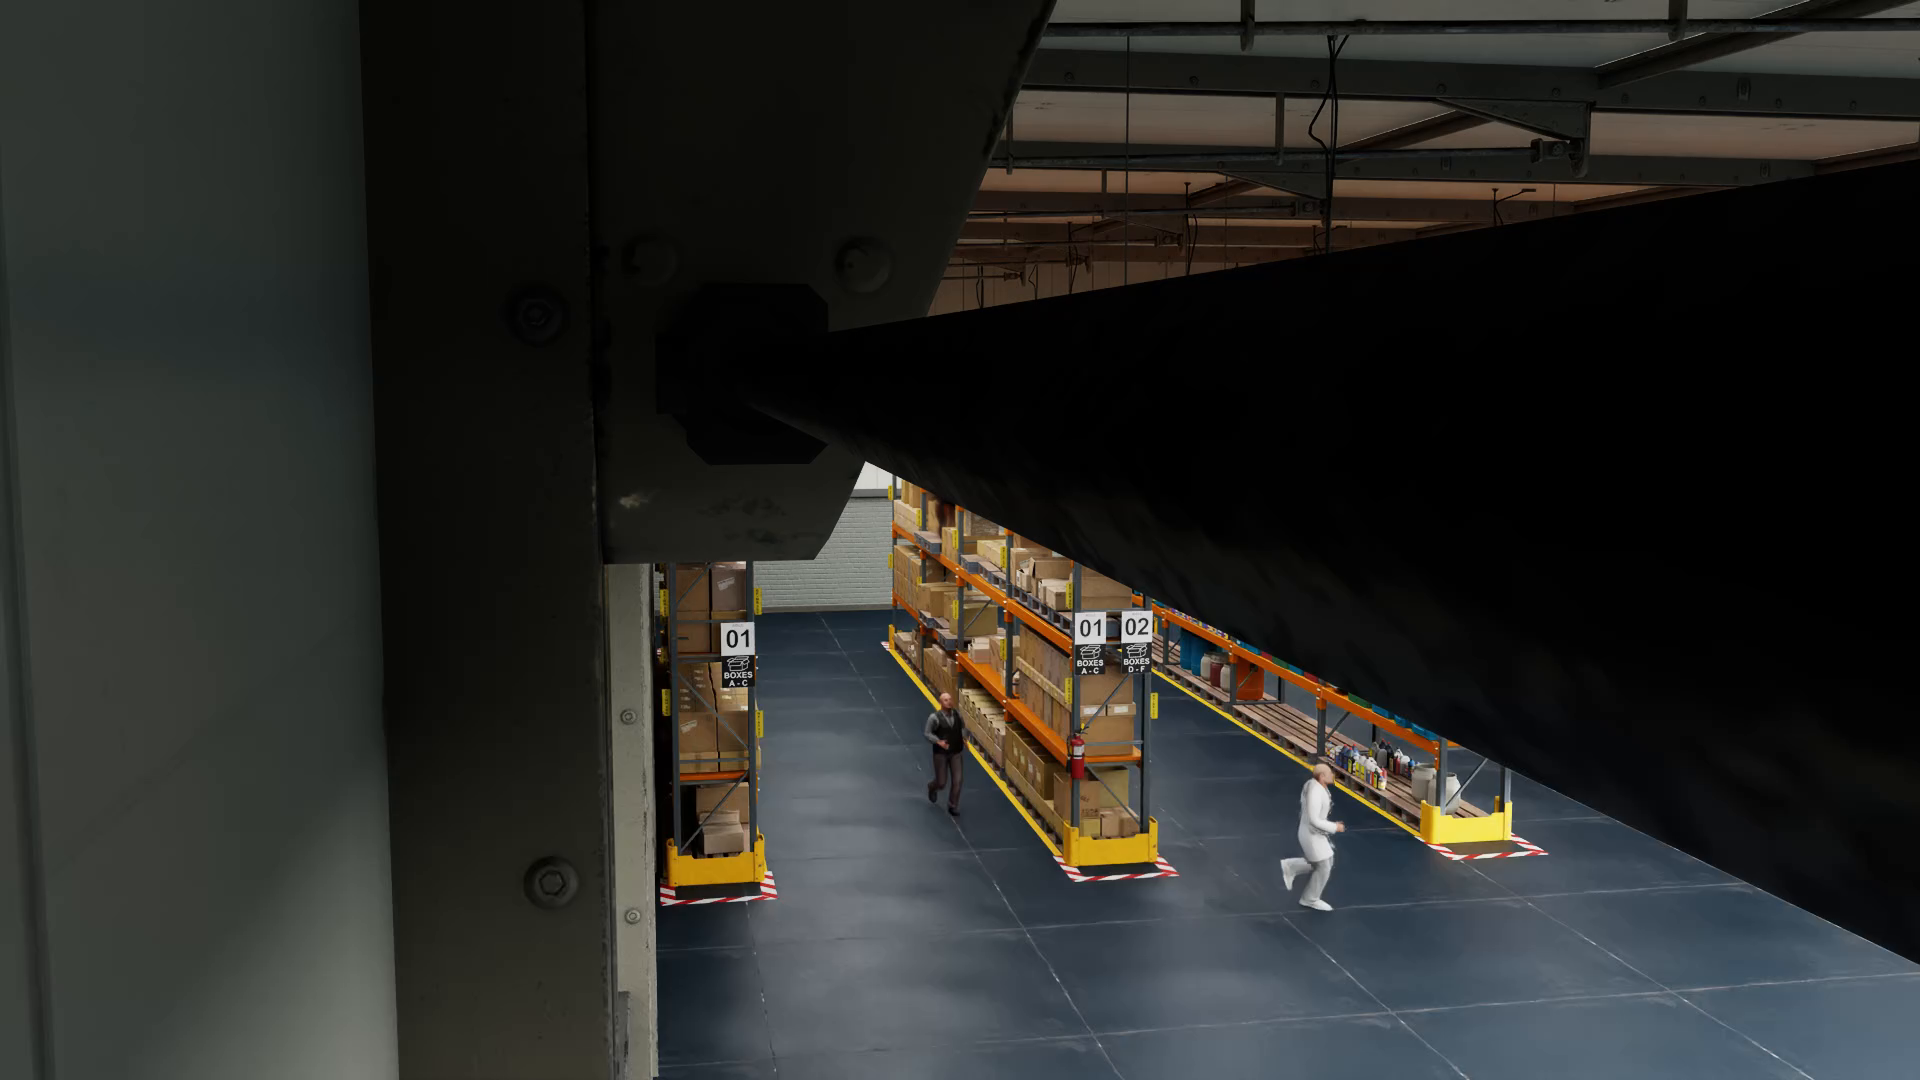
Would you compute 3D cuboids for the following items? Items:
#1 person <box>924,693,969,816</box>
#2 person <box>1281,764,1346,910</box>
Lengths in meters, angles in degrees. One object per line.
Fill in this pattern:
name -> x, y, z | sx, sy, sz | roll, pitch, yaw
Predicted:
person -> -0.181, 2.979, 23.311 | 0.666, 1.681, 0.738 | -3, 7, -23
person -> 4.080, 3.459, 19.195 | 0.735, 1.657, 0.757 | 1, 6, 13
